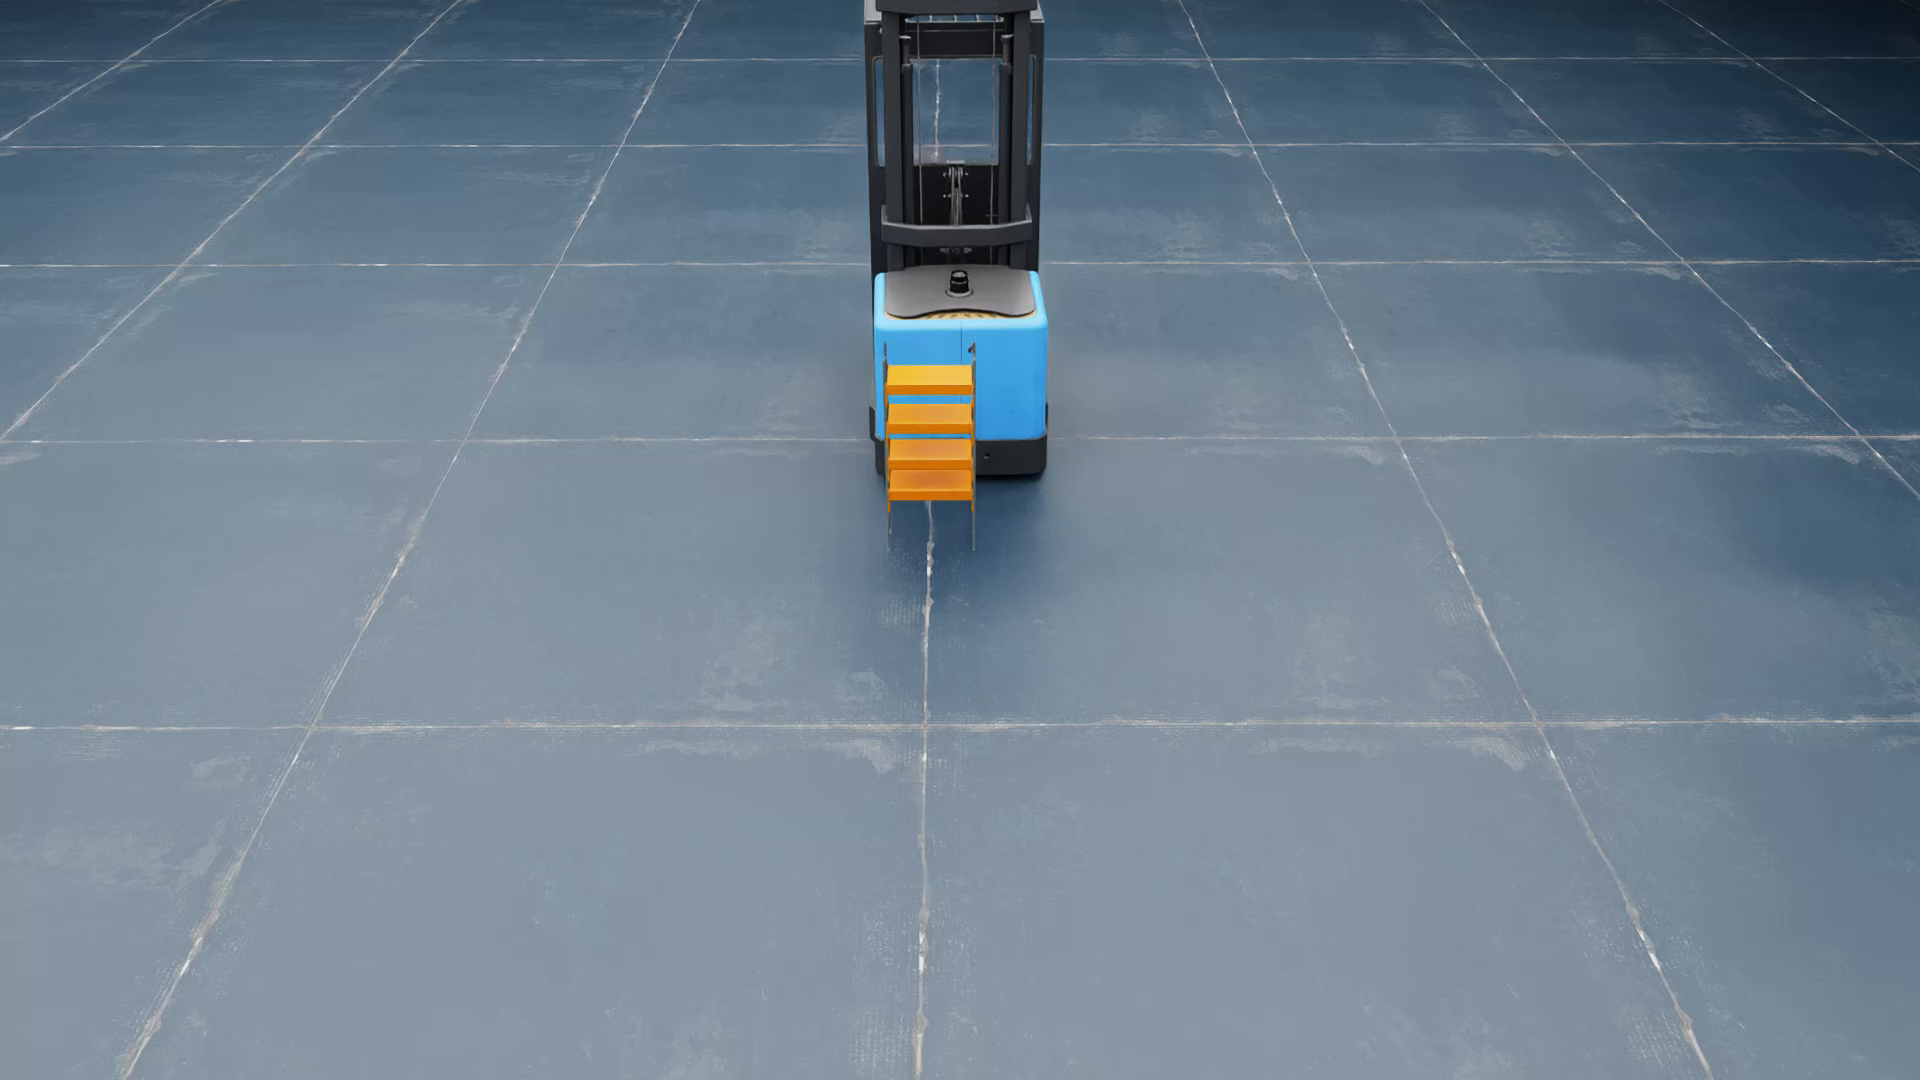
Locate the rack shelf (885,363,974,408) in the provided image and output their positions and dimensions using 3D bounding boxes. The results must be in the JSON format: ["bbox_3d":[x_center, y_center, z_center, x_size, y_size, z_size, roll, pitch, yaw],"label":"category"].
[{"bbox_3d":[-0.166,-0.848,9.123,0.480,0.148,0.258,0,31,0],"label":"rack shelf"}]

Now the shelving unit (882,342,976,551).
[{"bbox_3d":[-0.166,-0.512,9.327,0.503,1.200,0.258,0,31,0],"label":"shelving unit"}]

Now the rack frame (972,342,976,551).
[{"bbox_3d":[0.078,-0.513,9.328,0.015,1.200,0.240,0,31,0],"label":"rack frame"}]

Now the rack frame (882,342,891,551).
[{"bbox_3d":[-0.410,-0.512,9.326,0.015,1.200,0.240,0,31,0],"label":"rack frame"}]

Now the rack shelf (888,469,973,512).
[{"bbox_3d":[-0.166,-0.285,9.465,0.480,0.148,0.258,0,31,0],"label":"rack shelf"}]

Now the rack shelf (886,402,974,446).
[{"bbox_3d":[-0.166,-0.646,9.246,0.480,0.148,0.258,0,31,0],"label":"rack shelf"}]

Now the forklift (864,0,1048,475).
[{"bbox_3d":[-0.045,-2.371,10.721,1.130,2.935,3.031,-1,31,-2],"label":"forklift"}]

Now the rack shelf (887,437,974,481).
[{"bbox_3d":[-0.166,-0.455,9.362,0.480,0.148,0.258,0,31,0],"label":"rack shelf"}]
